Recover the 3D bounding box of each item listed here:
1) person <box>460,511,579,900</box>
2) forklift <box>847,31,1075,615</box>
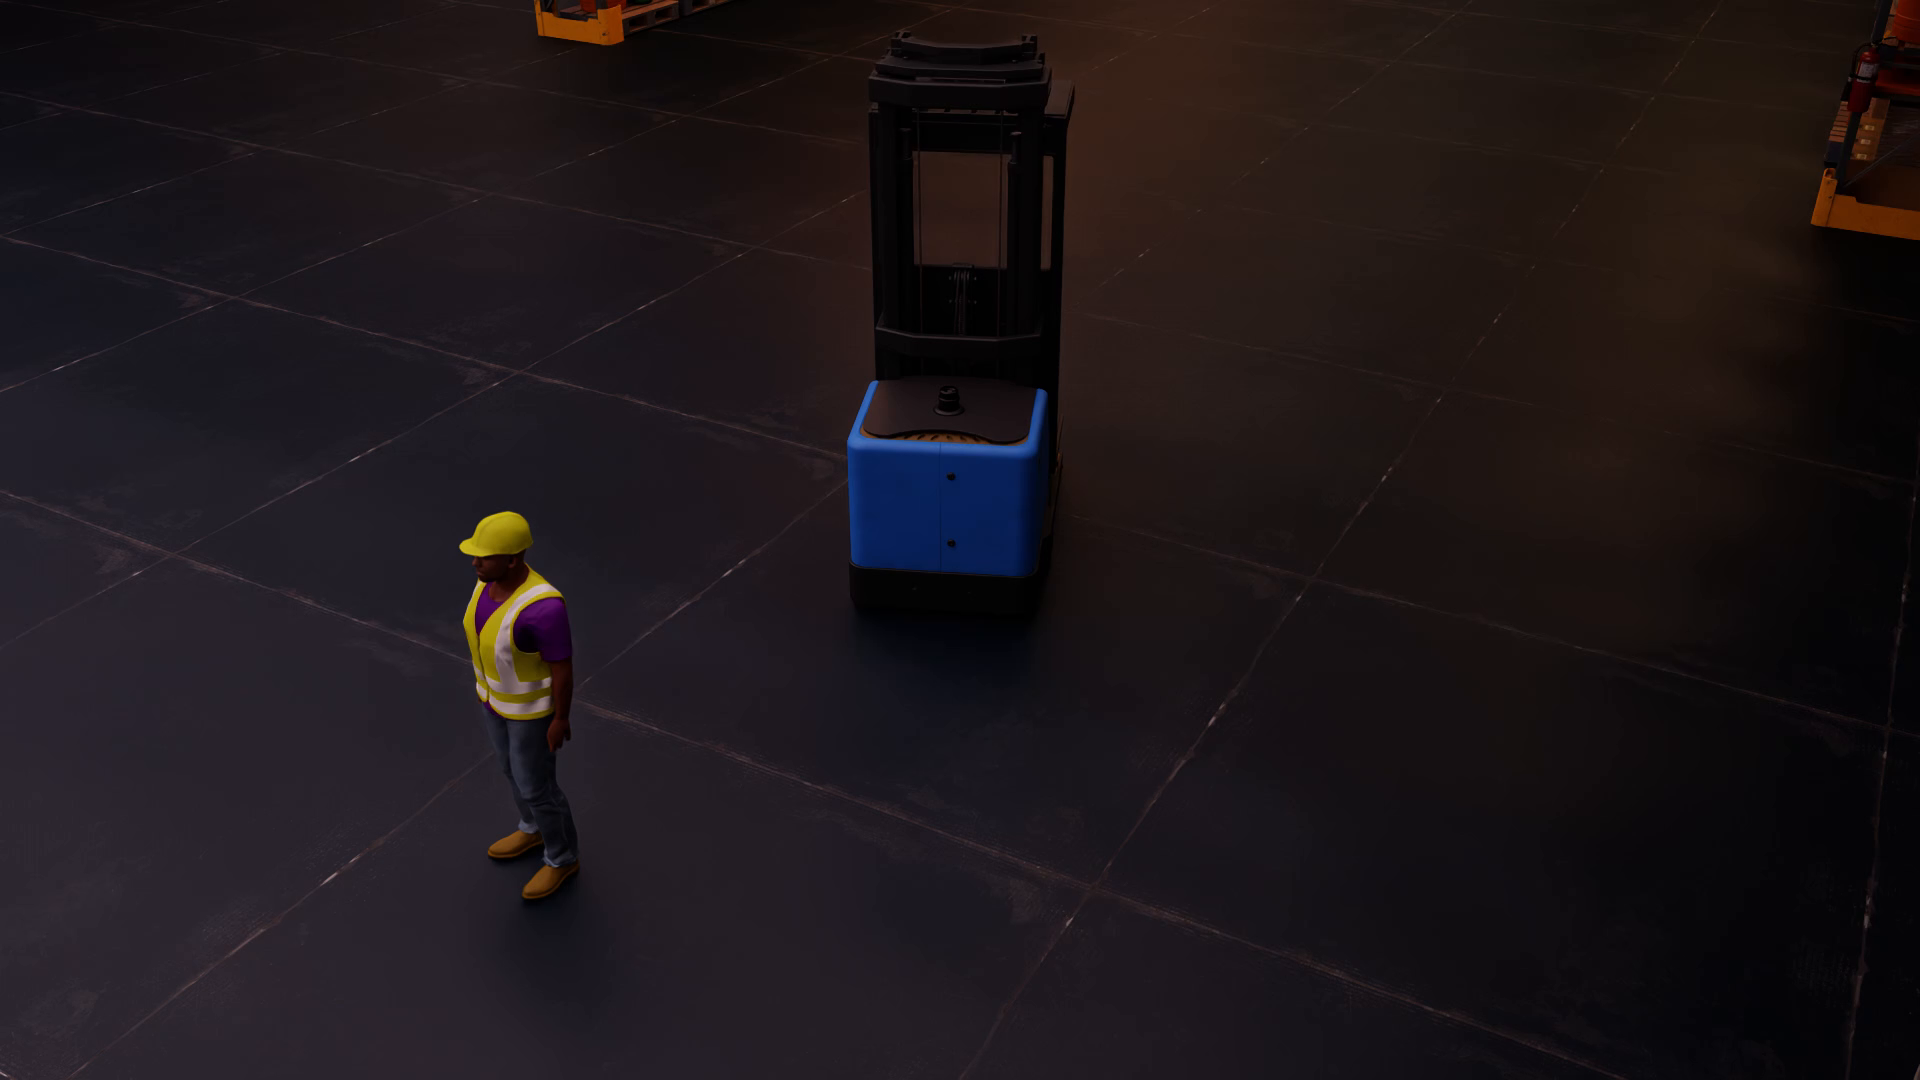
[{"bbox_3d":[-1.887,0.679,7.063,0.403,1.768,0.586,-26,39,-37],"label":"person"},{"bbox_3d":[0.072,-1.572,9.794,1.130,2.935,3.031,3,30,6],"label":"forklift"}]
